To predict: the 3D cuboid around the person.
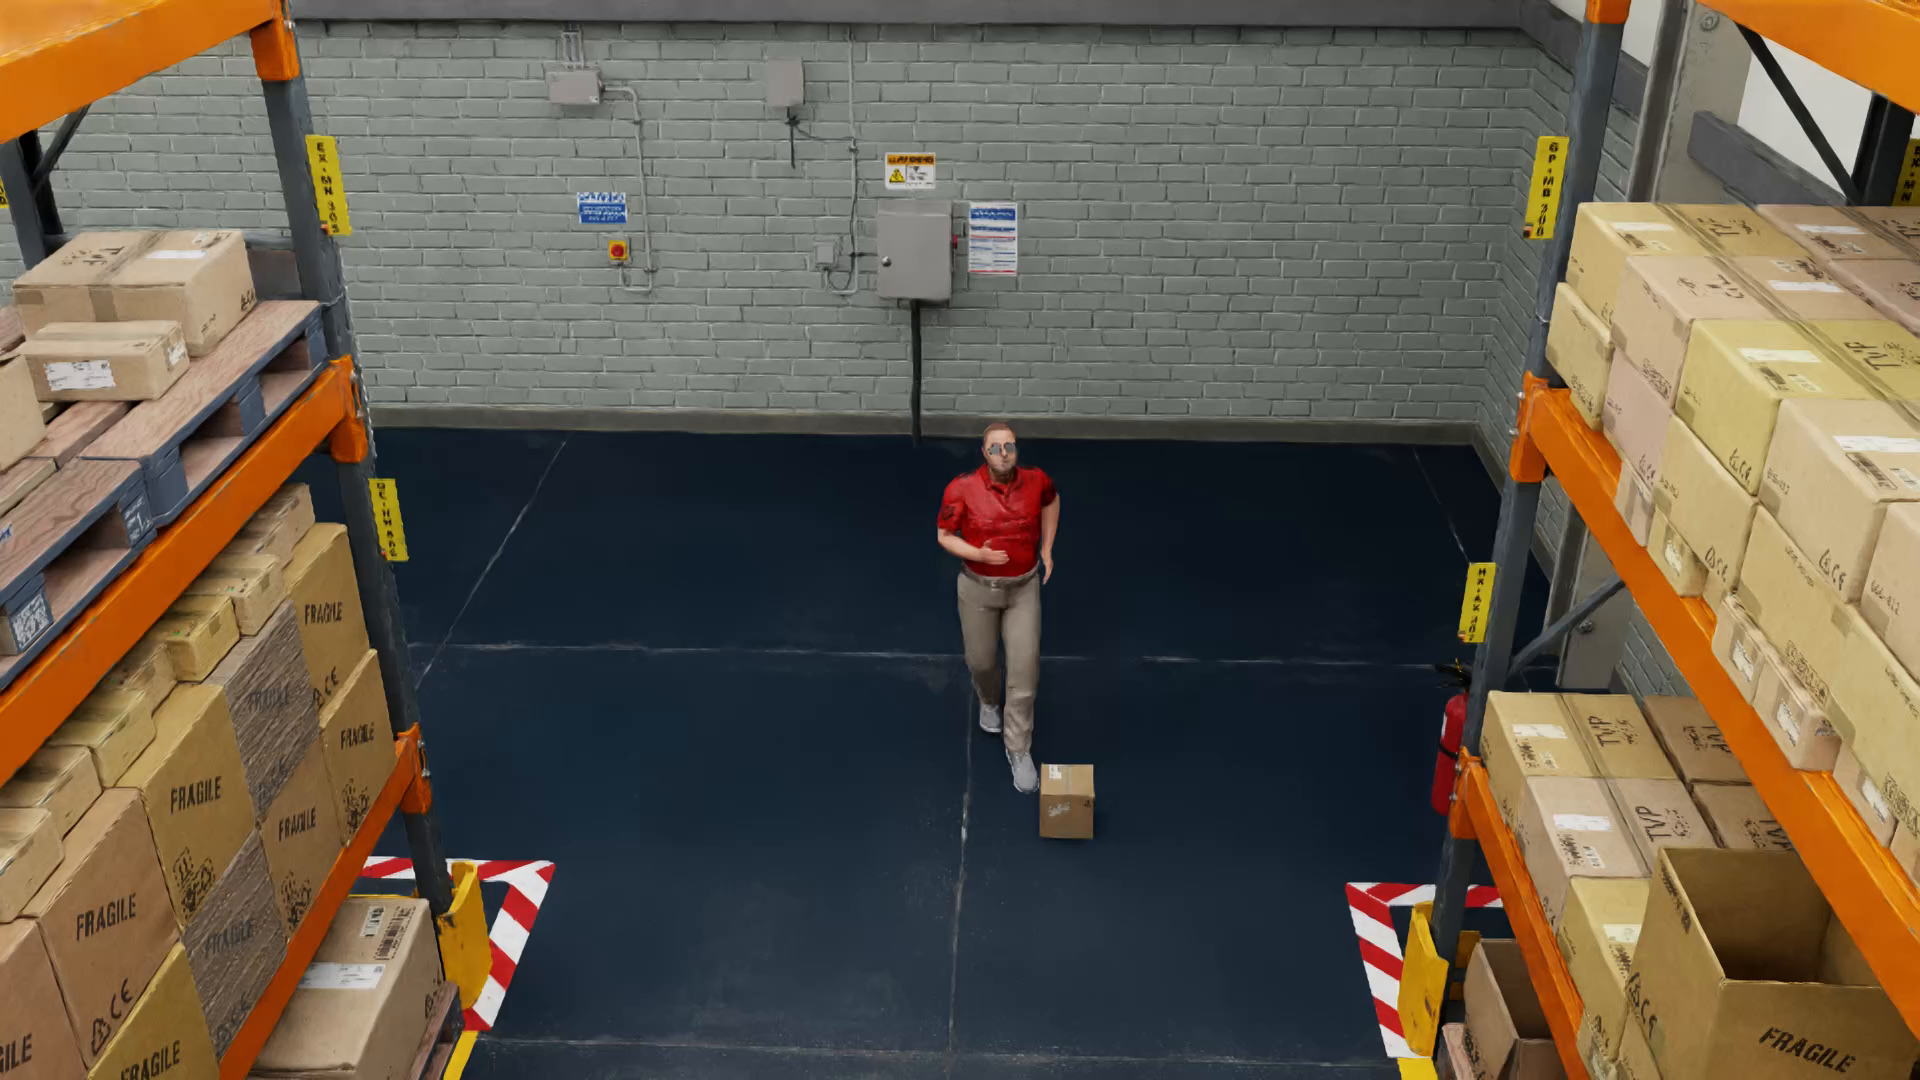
[{"bbox_3d":[0.199,0.299,8.111,0.622,1.730,0.851,-1,28,-2],"label":"person"}]
